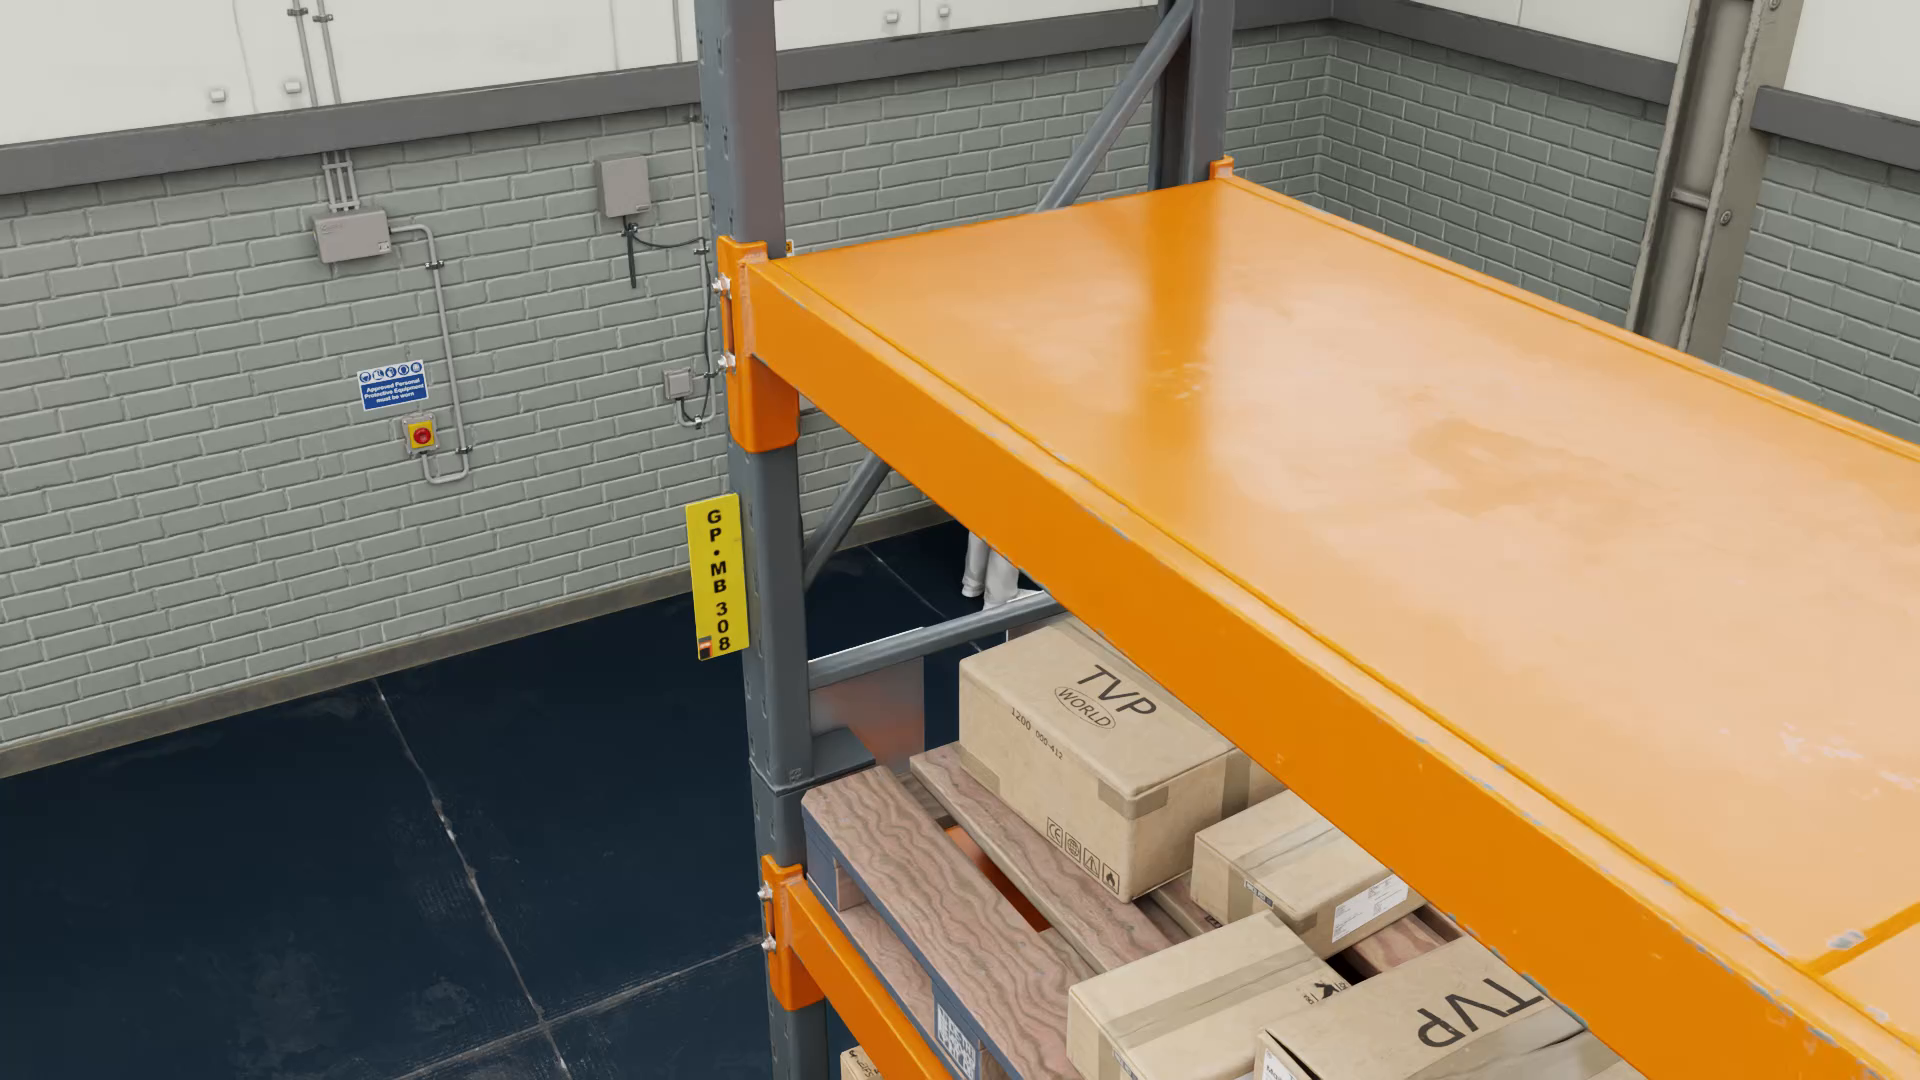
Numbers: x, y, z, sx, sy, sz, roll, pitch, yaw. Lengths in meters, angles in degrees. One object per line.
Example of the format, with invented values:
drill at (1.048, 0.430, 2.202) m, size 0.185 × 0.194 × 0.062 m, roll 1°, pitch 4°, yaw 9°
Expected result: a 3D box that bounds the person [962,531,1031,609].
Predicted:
person at (0.207, -0.444, 9.401) m, size 0.433 × 1.772 × 0.649 m, roll -18°, pitch 33°, yaw -29°
